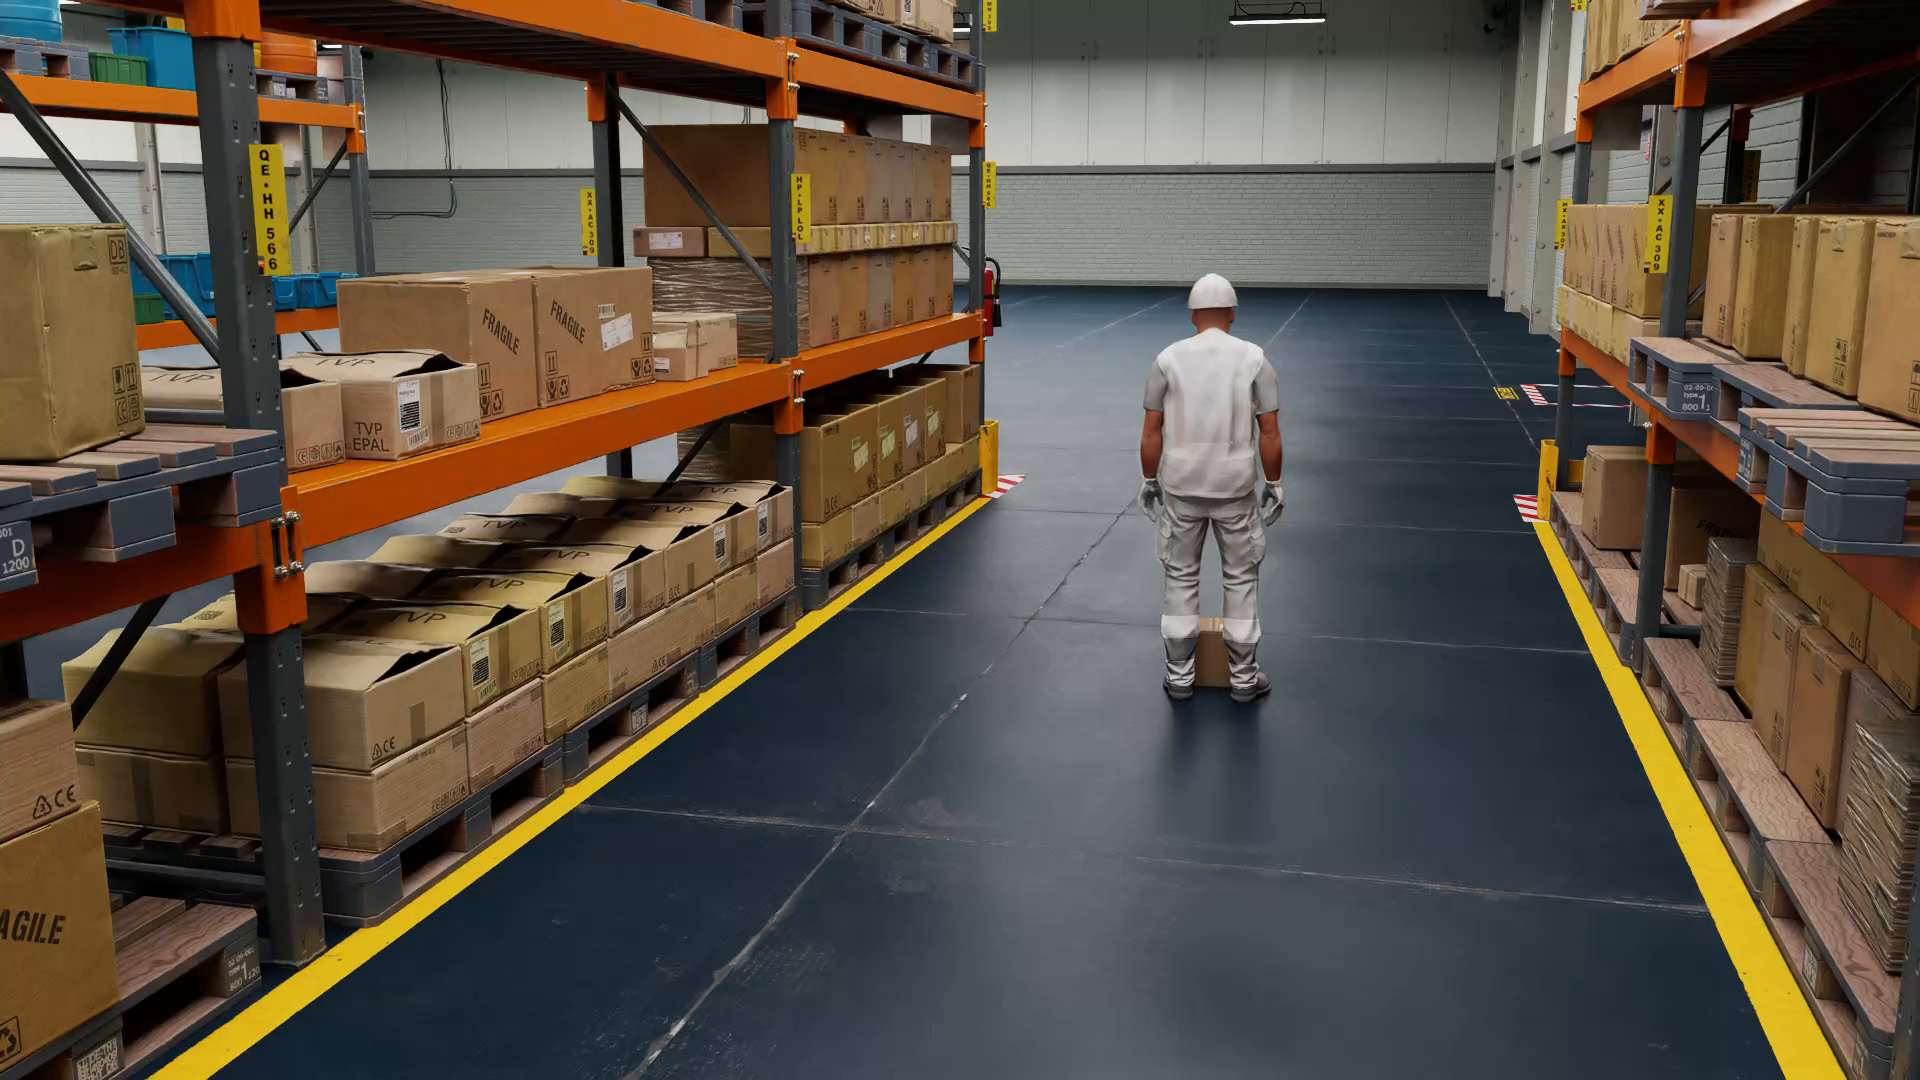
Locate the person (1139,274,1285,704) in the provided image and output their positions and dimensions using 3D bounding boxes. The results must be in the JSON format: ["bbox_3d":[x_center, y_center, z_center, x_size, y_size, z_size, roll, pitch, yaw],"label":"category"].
[{"bbox_3d":[1.053,-0.213,6.968,0.609,1.779,0.454,3,12,13],"label":"person"}]
